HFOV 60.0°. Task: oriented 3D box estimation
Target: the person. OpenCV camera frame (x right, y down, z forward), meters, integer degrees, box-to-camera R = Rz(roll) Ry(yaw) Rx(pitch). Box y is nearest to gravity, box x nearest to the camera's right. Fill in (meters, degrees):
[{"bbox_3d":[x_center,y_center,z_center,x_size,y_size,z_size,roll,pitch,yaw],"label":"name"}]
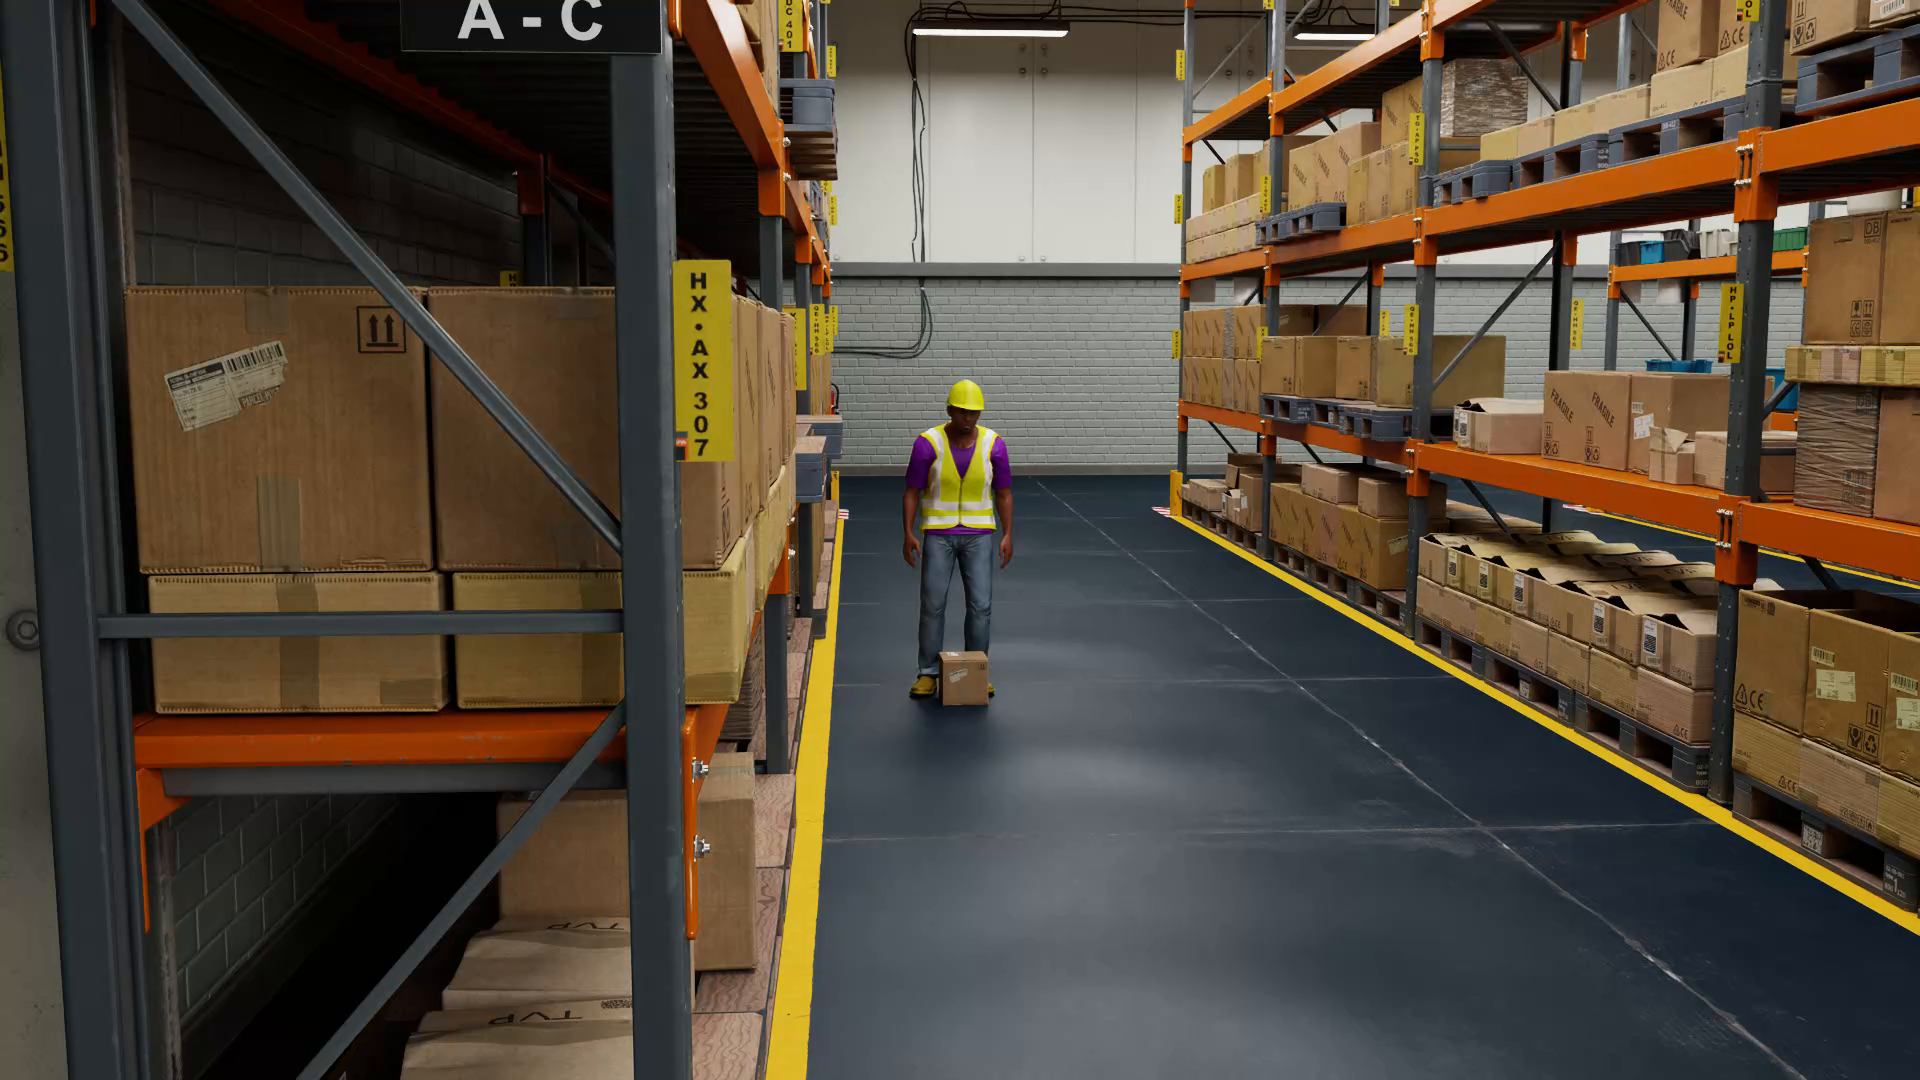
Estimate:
[{"bbox_3d":[-0.008,-0.015,9.293,0.629,1.759,0.465,-1,7,-7],"label":"person"}]
